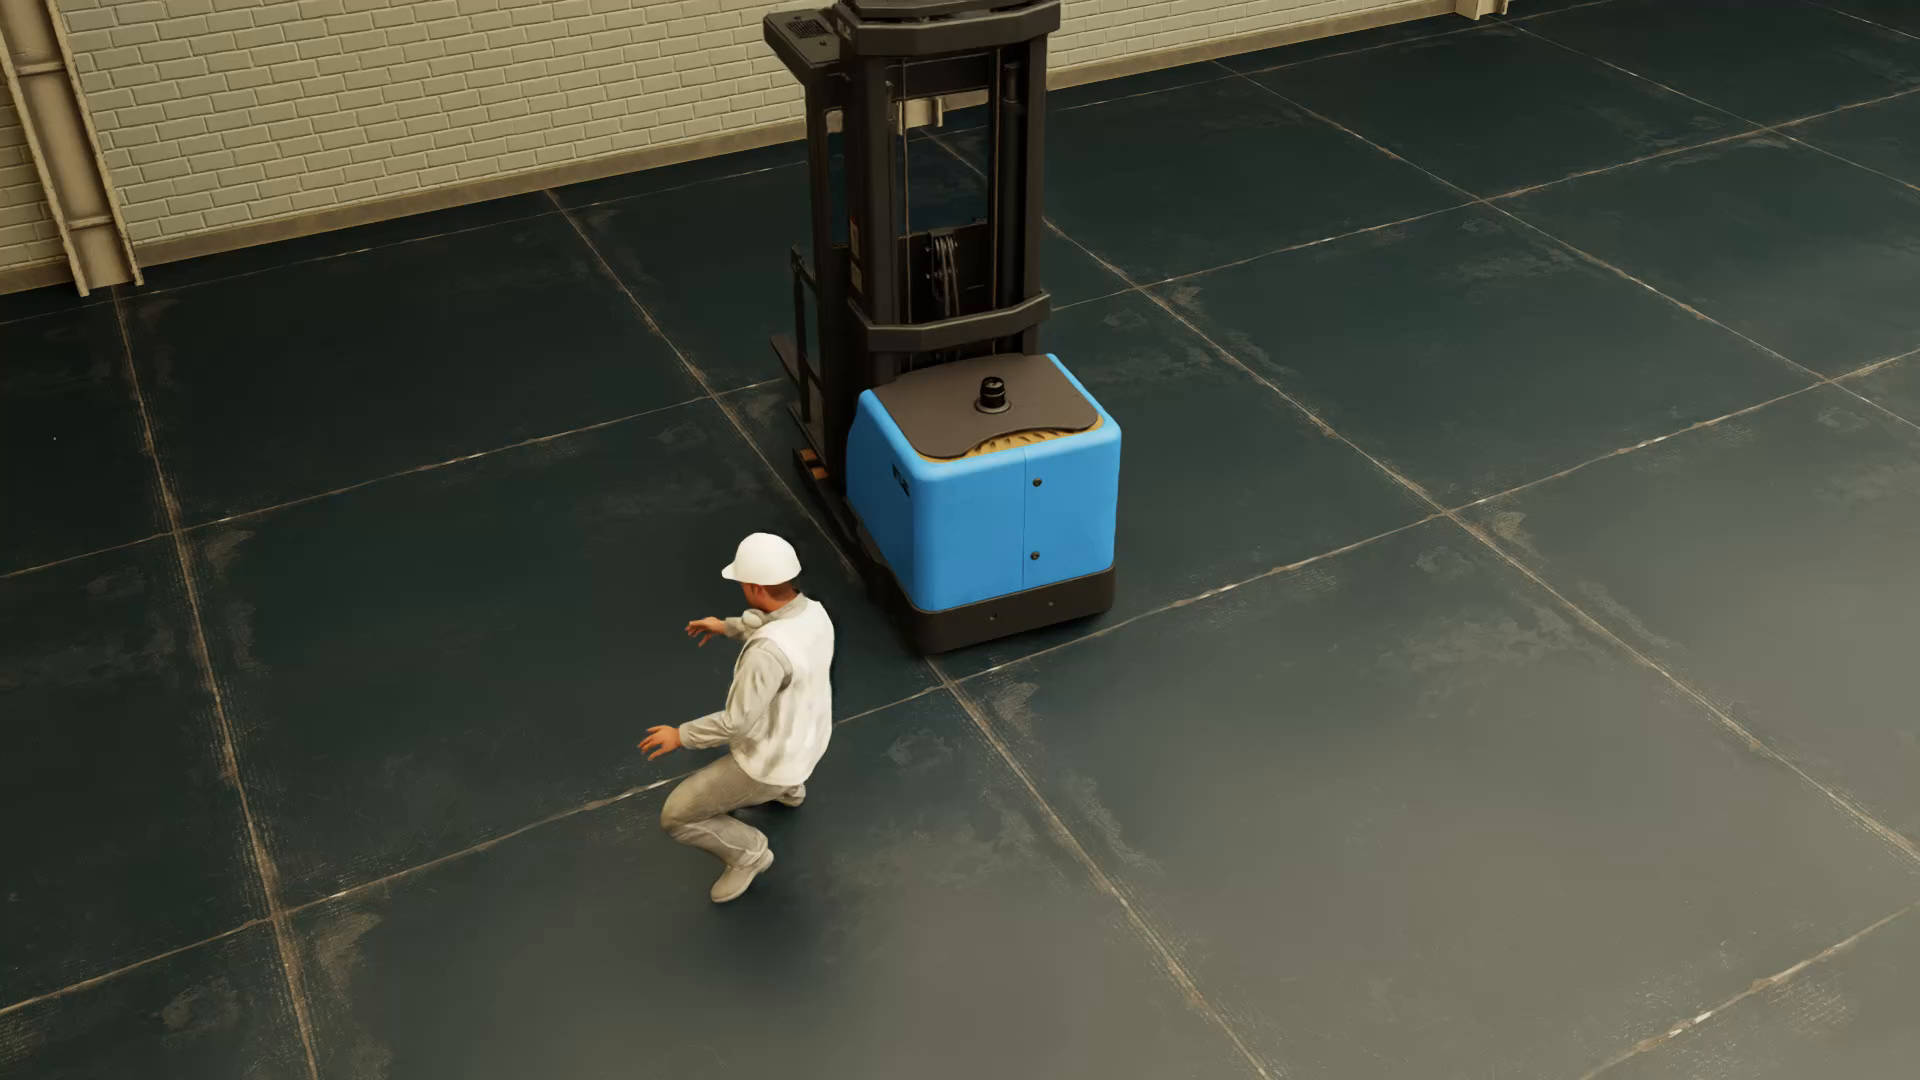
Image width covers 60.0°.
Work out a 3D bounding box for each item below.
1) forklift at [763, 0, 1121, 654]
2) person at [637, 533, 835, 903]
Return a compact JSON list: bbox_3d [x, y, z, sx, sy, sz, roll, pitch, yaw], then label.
[{"bbox_3d":[-0.269,-1.511,8.261,1.130,2.935,3.031,-13,37,-18],"label":"forklift"},{"bbox_3d":[-0.836,0.662,6.347,0.751,1.596,0.887,11,37,15],"label":"person"}]
